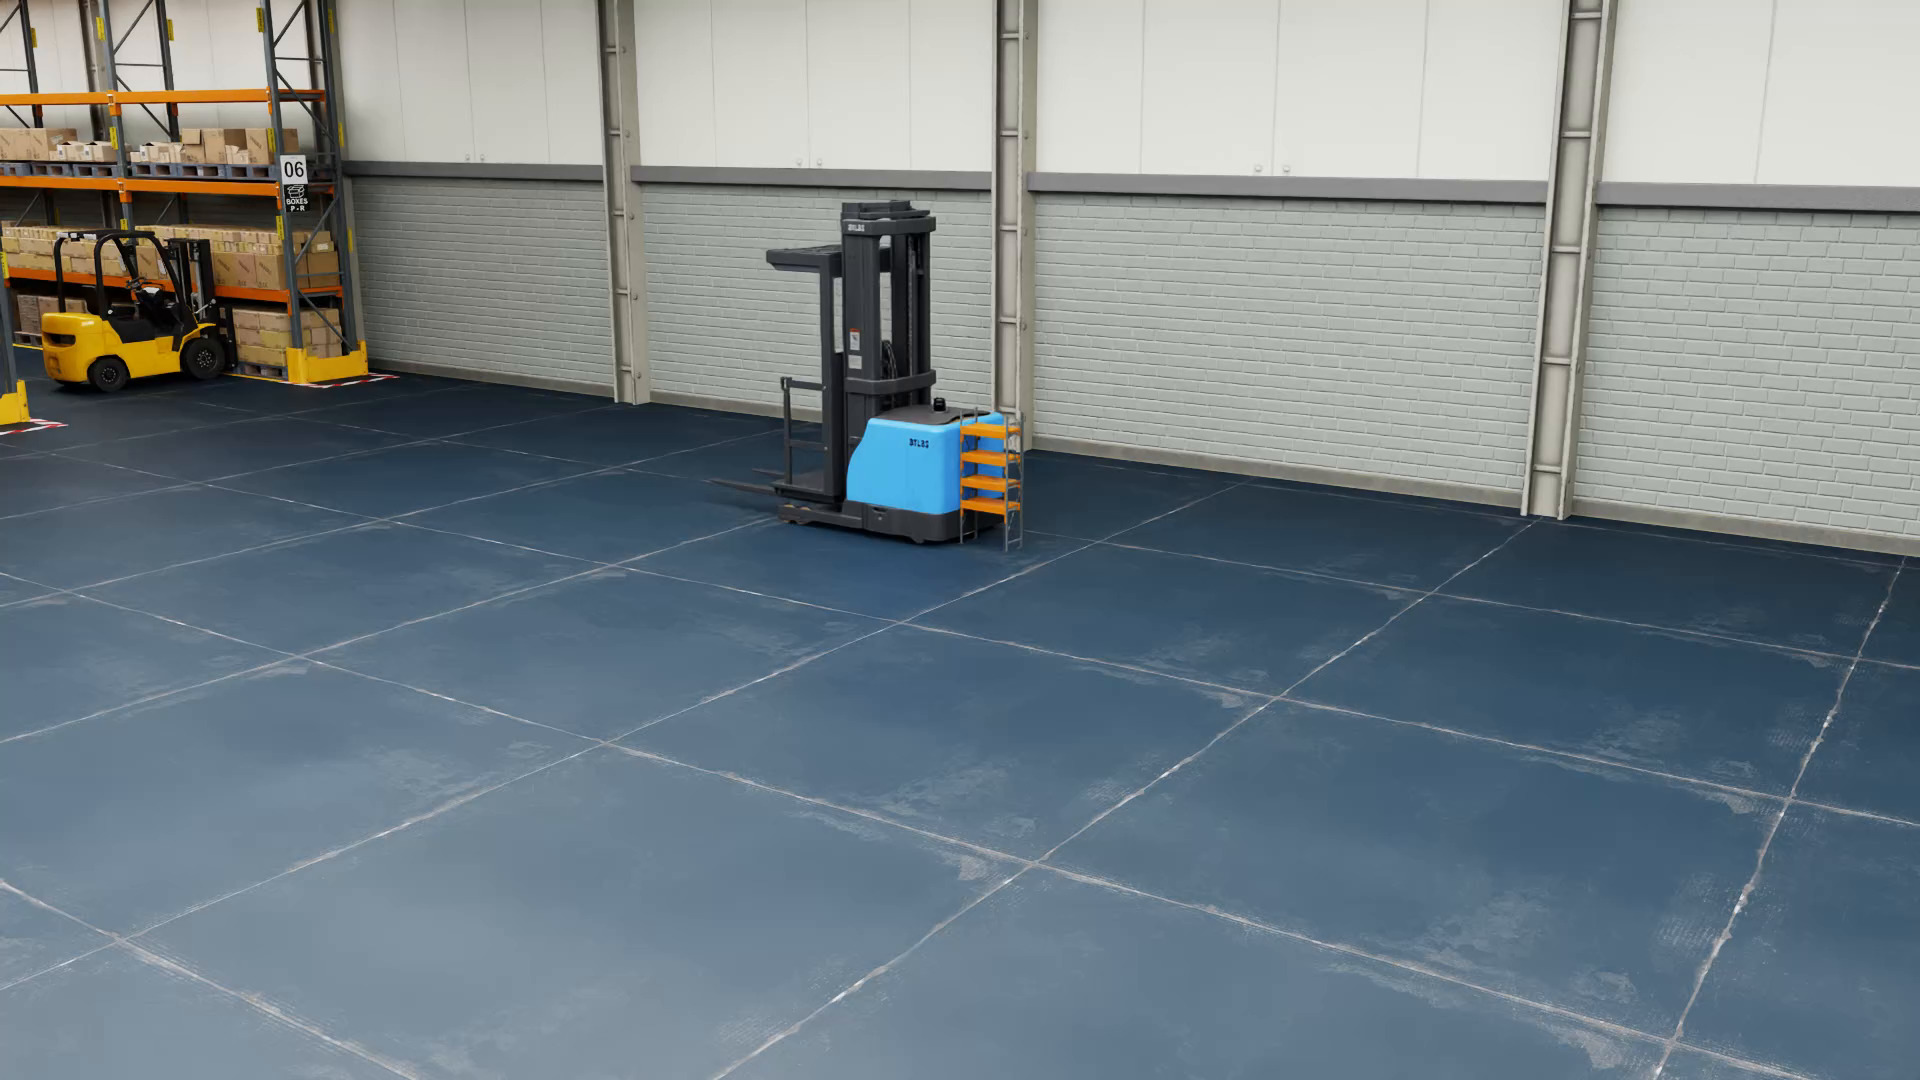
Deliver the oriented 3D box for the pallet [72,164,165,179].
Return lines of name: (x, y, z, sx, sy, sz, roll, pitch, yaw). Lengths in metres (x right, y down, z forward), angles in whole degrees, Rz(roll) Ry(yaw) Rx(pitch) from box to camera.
pallet: (-13.348, -5.856, 26.393, 1.217, 0.209, 0.805, 8, 16, 31)

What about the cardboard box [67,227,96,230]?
cardboard box: (-14.668, -5.144, 27.805, 0.250, 0.149, 0.380, 9, 17, 32)

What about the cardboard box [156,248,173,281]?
cardboard box: (-11.945, -4.248, 25.532, 0.500, 0.500, 0.500, 10, 17, 34)

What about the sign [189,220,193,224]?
sign: (-12.300, -4.947, 26.598, 0.005, 0.325, 0.100, 9, 17, 33)

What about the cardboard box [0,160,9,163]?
cardboard box: (-16.489, -6.317, 28.170, 0.500, 0.250, 0.500, 9, 16, 31)

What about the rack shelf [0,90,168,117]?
rack shelf: (-14.268, -7.014, 26.760, 4.000, 0.370, 1.077, 9, 17, 33)

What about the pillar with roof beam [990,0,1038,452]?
pillar with roof beam: (-1.810, -4.558, 14.510, 0.400, 9.000, 9.100, 9, 17, 33)

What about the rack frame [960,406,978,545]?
rack frame: (0.077, -0.564, 14.605, 0.015, 1.200, 0.240, 10, 17, 35)

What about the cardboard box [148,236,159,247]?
cardboard box: (-12.275, -4.611, 25.650, 0.250, 0.149, 0.380, 10, 17, 34)

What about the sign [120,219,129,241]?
sign: (-12.903, -4.791, 25.691, 0.005, 0.325, 0.100, 9, 17, 33)

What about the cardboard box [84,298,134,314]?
cardboard box: (-13.687, -3.602, 27.198, 0.625, 0.625, 0.875, 9, 17, 32)

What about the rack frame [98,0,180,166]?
rack frame: (-12.609, -7.289, 25.542, 0.127, 3.000, 1.000, 9, 17, 33)

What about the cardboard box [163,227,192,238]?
cardboard box: (-11.869, -4.679, 25.304, 0.250, 0.149, 0.380, 10, 17, 34)

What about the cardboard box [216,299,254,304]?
cardboard box: (-11.251, -3.569, 25.765, 0.500, 0.250, 0.500, 9, 17, 33)

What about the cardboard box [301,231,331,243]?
cardboard box: (-9.449, -4.436, 24.325, 0.250, 0.149, 0.380, 9, 16, 32)

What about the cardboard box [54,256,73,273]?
cardboard box: (-14.421, -4.527, 27.179, 0.500, 0.250, 0.500, 10, 17, 35)

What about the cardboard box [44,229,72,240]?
cardboard box: (-14.751, -5.005, 27.240, 0.250, 0.149, 0.380, 10, 17, 34)

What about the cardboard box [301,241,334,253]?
cardboard box: (-9.426, -4.301, 24.399, 0.250, 0.149, 0.380, 9, 16, 31)

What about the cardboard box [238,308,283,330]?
cardboard box: (-10.273, -3.262, 24.526, 0.500, 0.250, 0.500, 10, 17, 34)

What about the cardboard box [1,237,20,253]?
cardboard box: (-15.710, -4.970, 27.931, 0.500, 0.250, 0.500, 9, 17, 33)

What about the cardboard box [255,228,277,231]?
cardboard box: (-10.304, -4.577, 24.894, 0.250, 0.149, 0.380, 10, 17, 35)

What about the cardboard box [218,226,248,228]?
cardboard box: (-11.130, -4.724, 25.488, 0.250, 0.149, 0.380, 9, 16, 32)

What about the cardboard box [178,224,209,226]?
cardboard box: (-11.990, -4.861, 26.039, 0.250, 0.149, 0.380, 9, 16, 31)

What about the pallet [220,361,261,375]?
pallet: (-10.956, -2.745, 25.473, 1.213, 0.211, 1.003, 9, 17, 33)

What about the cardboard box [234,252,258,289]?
cardboard box: (-10.270, -3.974, 24.428, 0.500, 0.500, 0.500, 10, 17, 35)

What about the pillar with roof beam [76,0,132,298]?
pillar with roof beam: (-16.745, -6.972, 24.261, 0.400, 9.000, 9.100, 9, 17, 33)

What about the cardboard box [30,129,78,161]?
cardboard box: (-14.618, -6.388, 26.855, 0.500, 0.500, 0.500, 10, 17, 34)

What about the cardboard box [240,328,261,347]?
cardboard box: (-10.278, -3.025, 24.608, 0.500, 0.250, 0.500, 9, 17, 32)

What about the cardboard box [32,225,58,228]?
cardboard box: (-15.545, -5.274, 28.327, 0.250, 0.149, 0.380, 10, 17, 35)

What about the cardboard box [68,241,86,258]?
cardboard box: (-14.010, -4.699, 26.836, 0.500, 0.250, 0.500, 10, 17, 34)

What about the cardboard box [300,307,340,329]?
cardboard box: (-9.583, -3.297, 24.669, 0.500, 0.250, 0.500, 9, 16, 32)

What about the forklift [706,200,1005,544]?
forklift: (-1.078, -1.650, 15.387, 3.031, 2.935, 1.130, 10, 17, 35)

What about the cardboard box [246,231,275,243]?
cardboard box: (-10.158, -4.411, 24.223, 0.250, 0.149, 0.380, 10, 17, 34)

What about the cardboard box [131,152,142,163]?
cardboard box: (-12.406, -5.843, 25.383, 0.250, 0.149, 0.380, 10, 17, 34)

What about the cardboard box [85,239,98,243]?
cardboard box: (-13.706, -4.825, 26.515, 0.250, 0.149, 0.380, 9, 16, 31)

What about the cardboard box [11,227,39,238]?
cardboard box: (-15.605, -5.140, 27.787, 0.250, 0.149, 0.380, 10, 17, 34)

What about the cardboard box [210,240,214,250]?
cardboard box: (-10.968, -4.413, 24.851, 0.250, 0.149, 0.380, 9, 17, 32)

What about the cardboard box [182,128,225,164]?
cardboard box: (-11.051, -5.853, 24.688, 0.637, 0.503, 0.797, 10, 17, 35)

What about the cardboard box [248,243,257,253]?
cardboard box: (-10.143, -4.270, 24.273, 0.250, 0.149, 0.380, 10, 17, 34)

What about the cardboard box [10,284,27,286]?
cardboard box: (-16.817, -4.464, 29.593, 0.250, 0.149, 0.380, 8, 16, 30)

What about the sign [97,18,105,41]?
sign: (-12.901, -7.671, 24.977, 0.005, 0.325, 0.100, 9, 17, 33)

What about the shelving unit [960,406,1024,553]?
shelving unit: (0.273, -0.529, 14.463, 0.503, 1.200, 0.258, 10, 17, 35)

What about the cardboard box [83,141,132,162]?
cardboard box: (-13.345, -6.091, 26.047, 0.500, 0.311, 0.500, 9, 16, 31)

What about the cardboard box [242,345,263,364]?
cardboard box: (-10.263, -2.779, 24.653, 0.500, 0.250, 0.500, 9, 17, 33)

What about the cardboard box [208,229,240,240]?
cardboard box: (-10.980, -4.559, 24.821, 0.250, 0.149, 0.380, 9, 17, 34)

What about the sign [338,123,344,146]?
sign: (-8.975, -5.869, 24.065, 0.005, 0.325, 0.100, 9, 17, 33)

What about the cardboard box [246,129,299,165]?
cardboard box: (-9.793, -5.609, 23.705, 0.500, 0.500, 0.500, 10, 17, 35)

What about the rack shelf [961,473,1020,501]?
rack shelf: (0.273, -0.464, 14.479, 0.480, 0.148, 0.258, 10, 17, 35)
